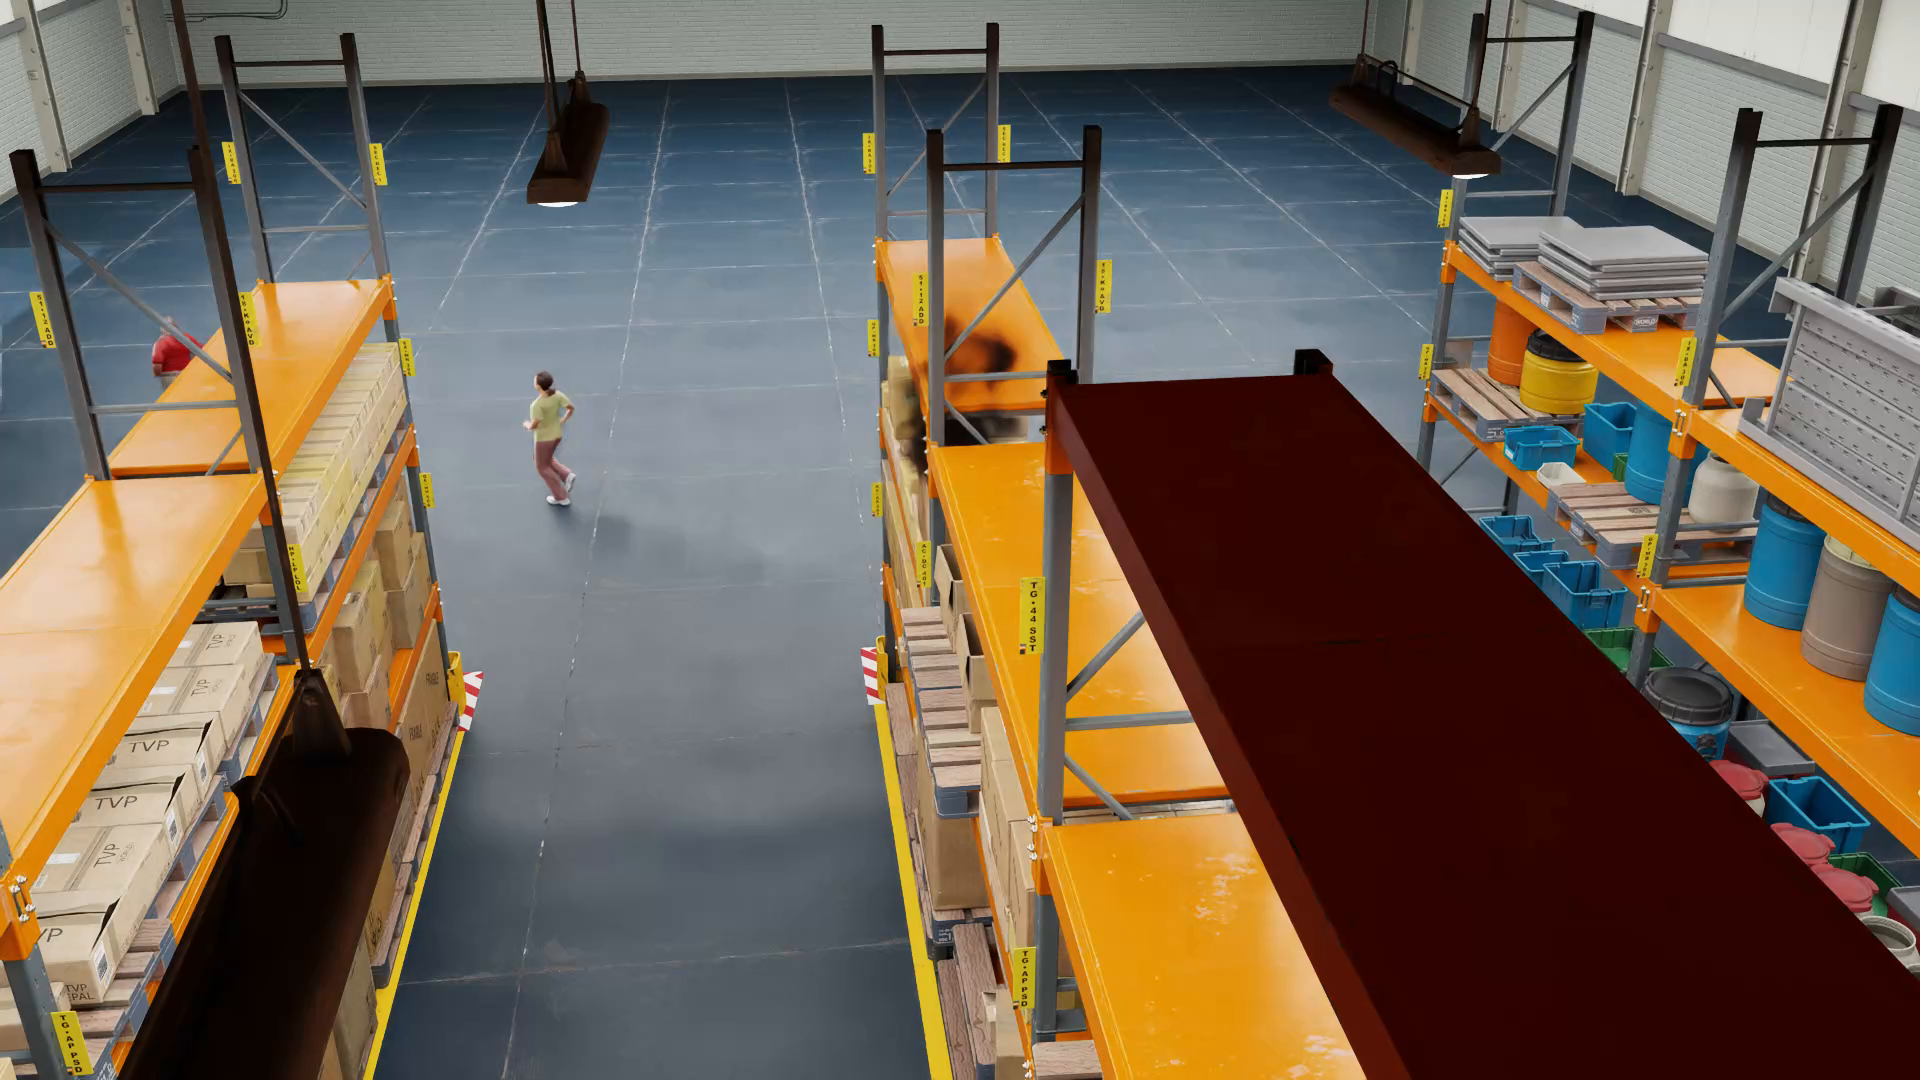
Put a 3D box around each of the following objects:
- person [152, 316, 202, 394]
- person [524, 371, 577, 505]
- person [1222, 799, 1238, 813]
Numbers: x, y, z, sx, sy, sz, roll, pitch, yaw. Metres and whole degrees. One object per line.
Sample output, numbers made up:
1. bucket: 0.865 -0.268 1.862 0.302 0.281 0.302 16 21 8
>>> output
1. person: -9.715 -1.978 20.732 0.599 1.676 0.655 16 30 30
2. person: -4.736 -1.177 19.086 0.540 1.627 0.575 12 28 23
3. person: 1.724 2.172 11.869 0.667 1.767 0.967 -5 26 -10
